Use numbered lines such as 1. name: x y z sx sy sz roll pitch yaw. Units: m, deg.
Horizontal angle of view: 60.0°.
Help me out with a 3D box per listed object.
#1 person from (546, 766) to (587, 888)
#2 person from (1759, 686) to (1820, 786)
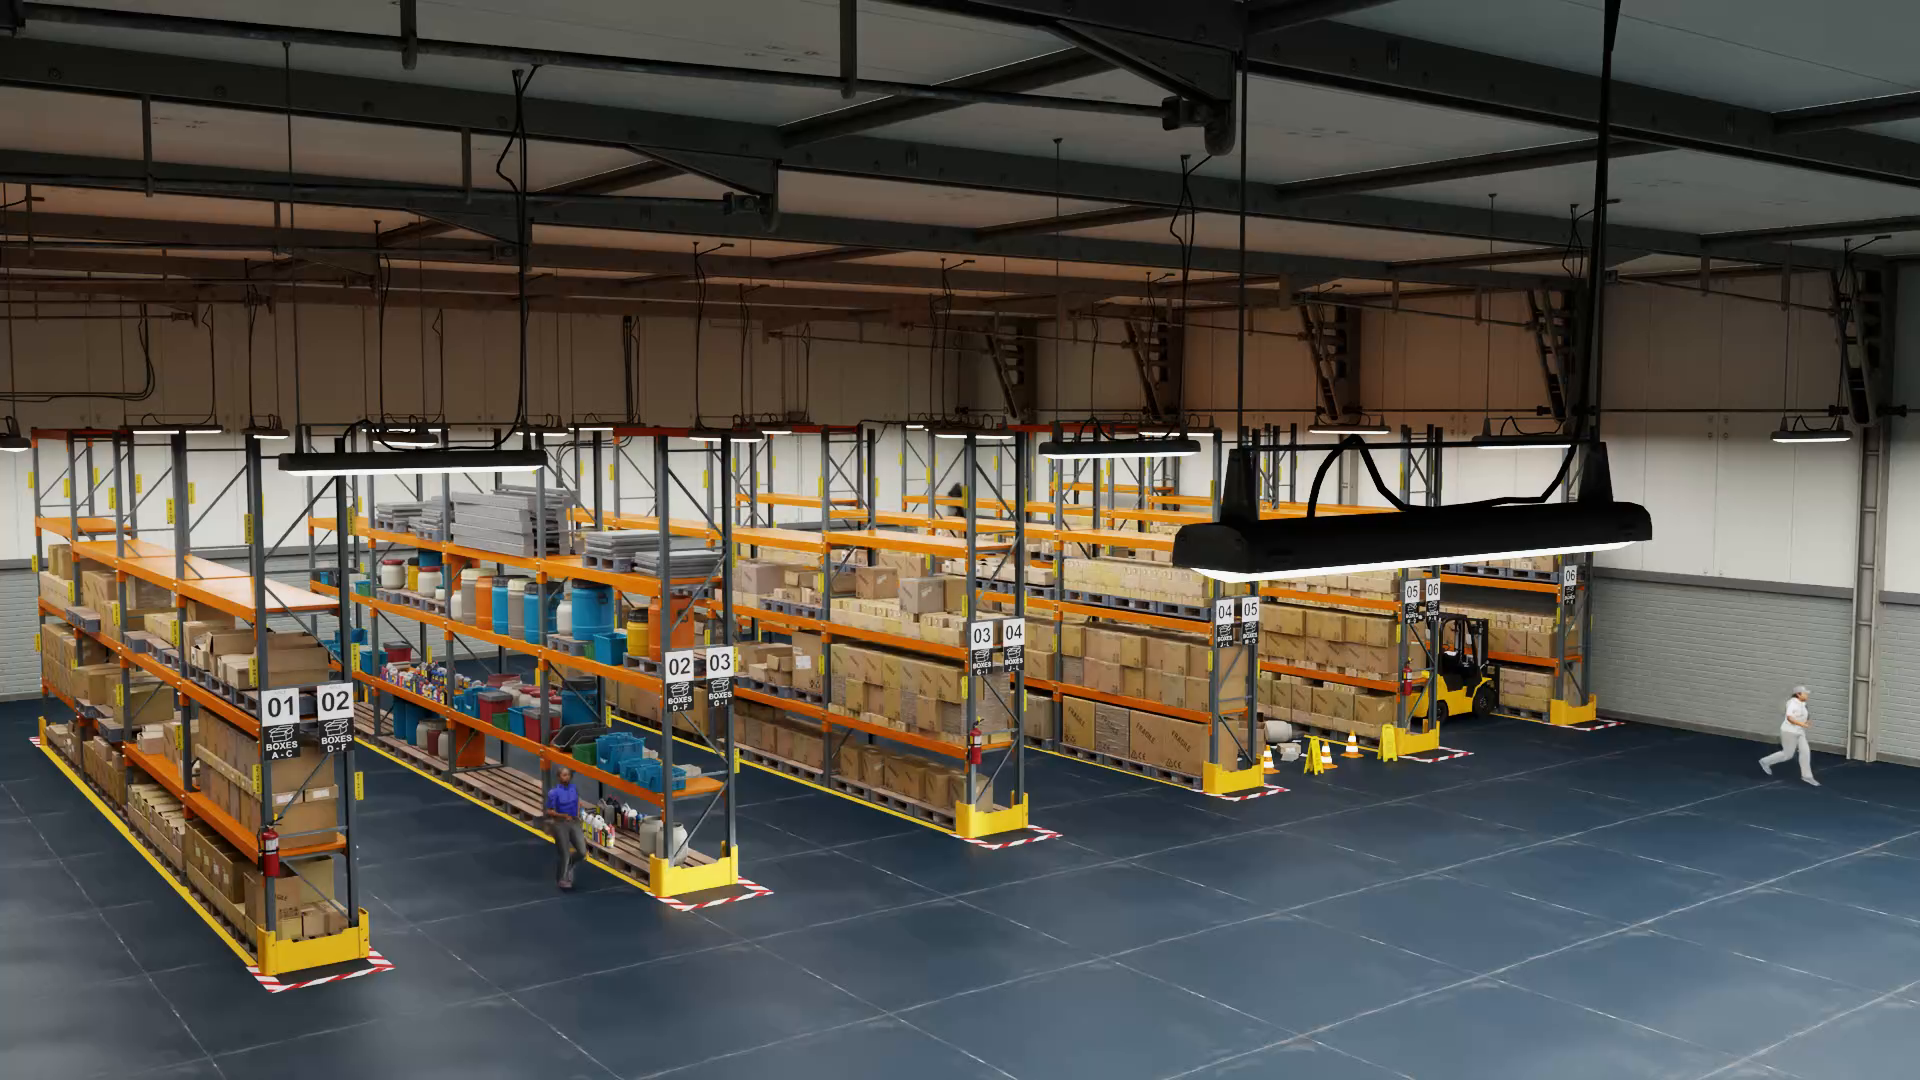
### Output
1. person: -5.148 3.794 21.923 0.548 1.613 0.565 4 6 44
2. person: 14.124 3.296 28.250 0.967 1.669 0.628 3 6 38
